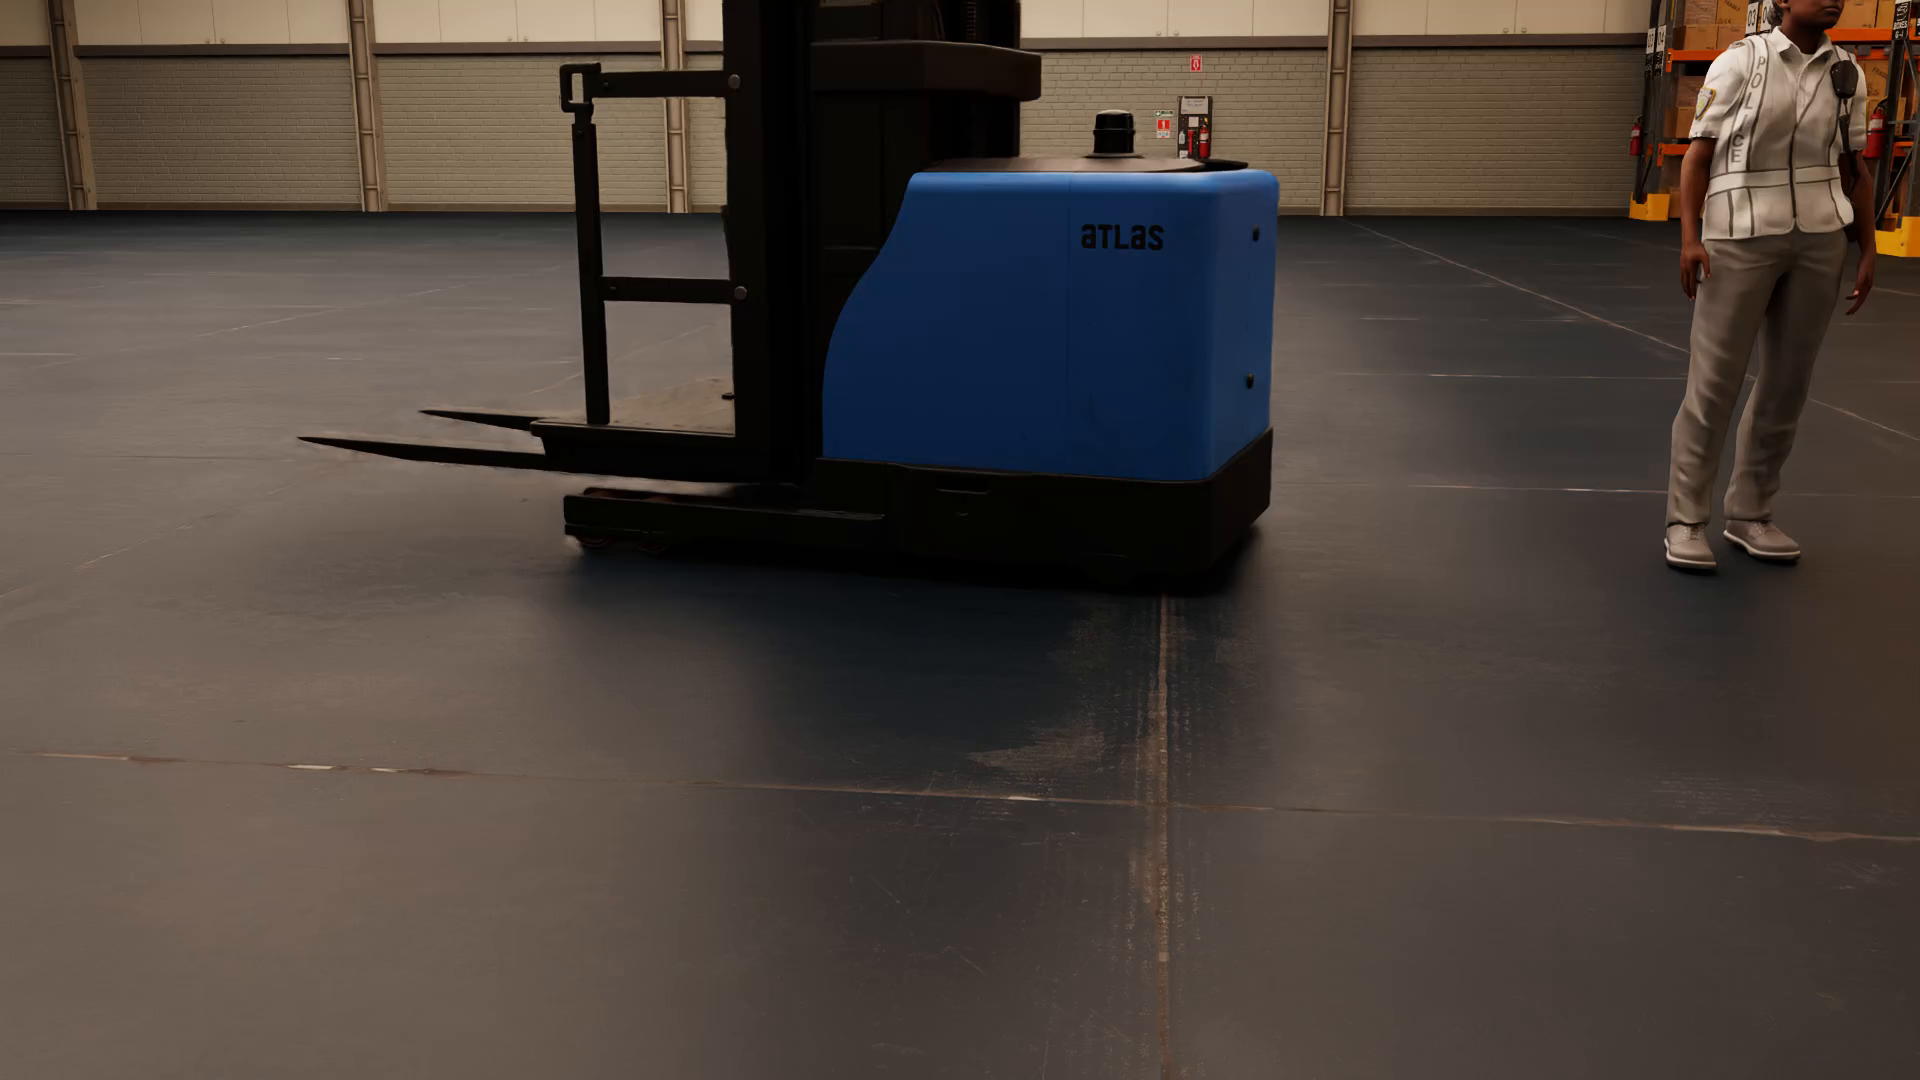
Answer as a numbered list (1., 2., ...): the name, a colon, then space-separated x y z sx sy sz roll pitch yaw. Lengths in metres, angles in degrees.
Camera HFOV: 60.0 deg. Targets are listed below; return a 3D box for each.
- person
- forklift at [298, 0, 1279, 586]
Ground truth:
1. person: 2.257 -0.793 4.584 0.568 1.695 0.531 0 13 2
2. forklift: -0.619 -1.495 4.901 3.031 2.935 1.130 5 14 20
